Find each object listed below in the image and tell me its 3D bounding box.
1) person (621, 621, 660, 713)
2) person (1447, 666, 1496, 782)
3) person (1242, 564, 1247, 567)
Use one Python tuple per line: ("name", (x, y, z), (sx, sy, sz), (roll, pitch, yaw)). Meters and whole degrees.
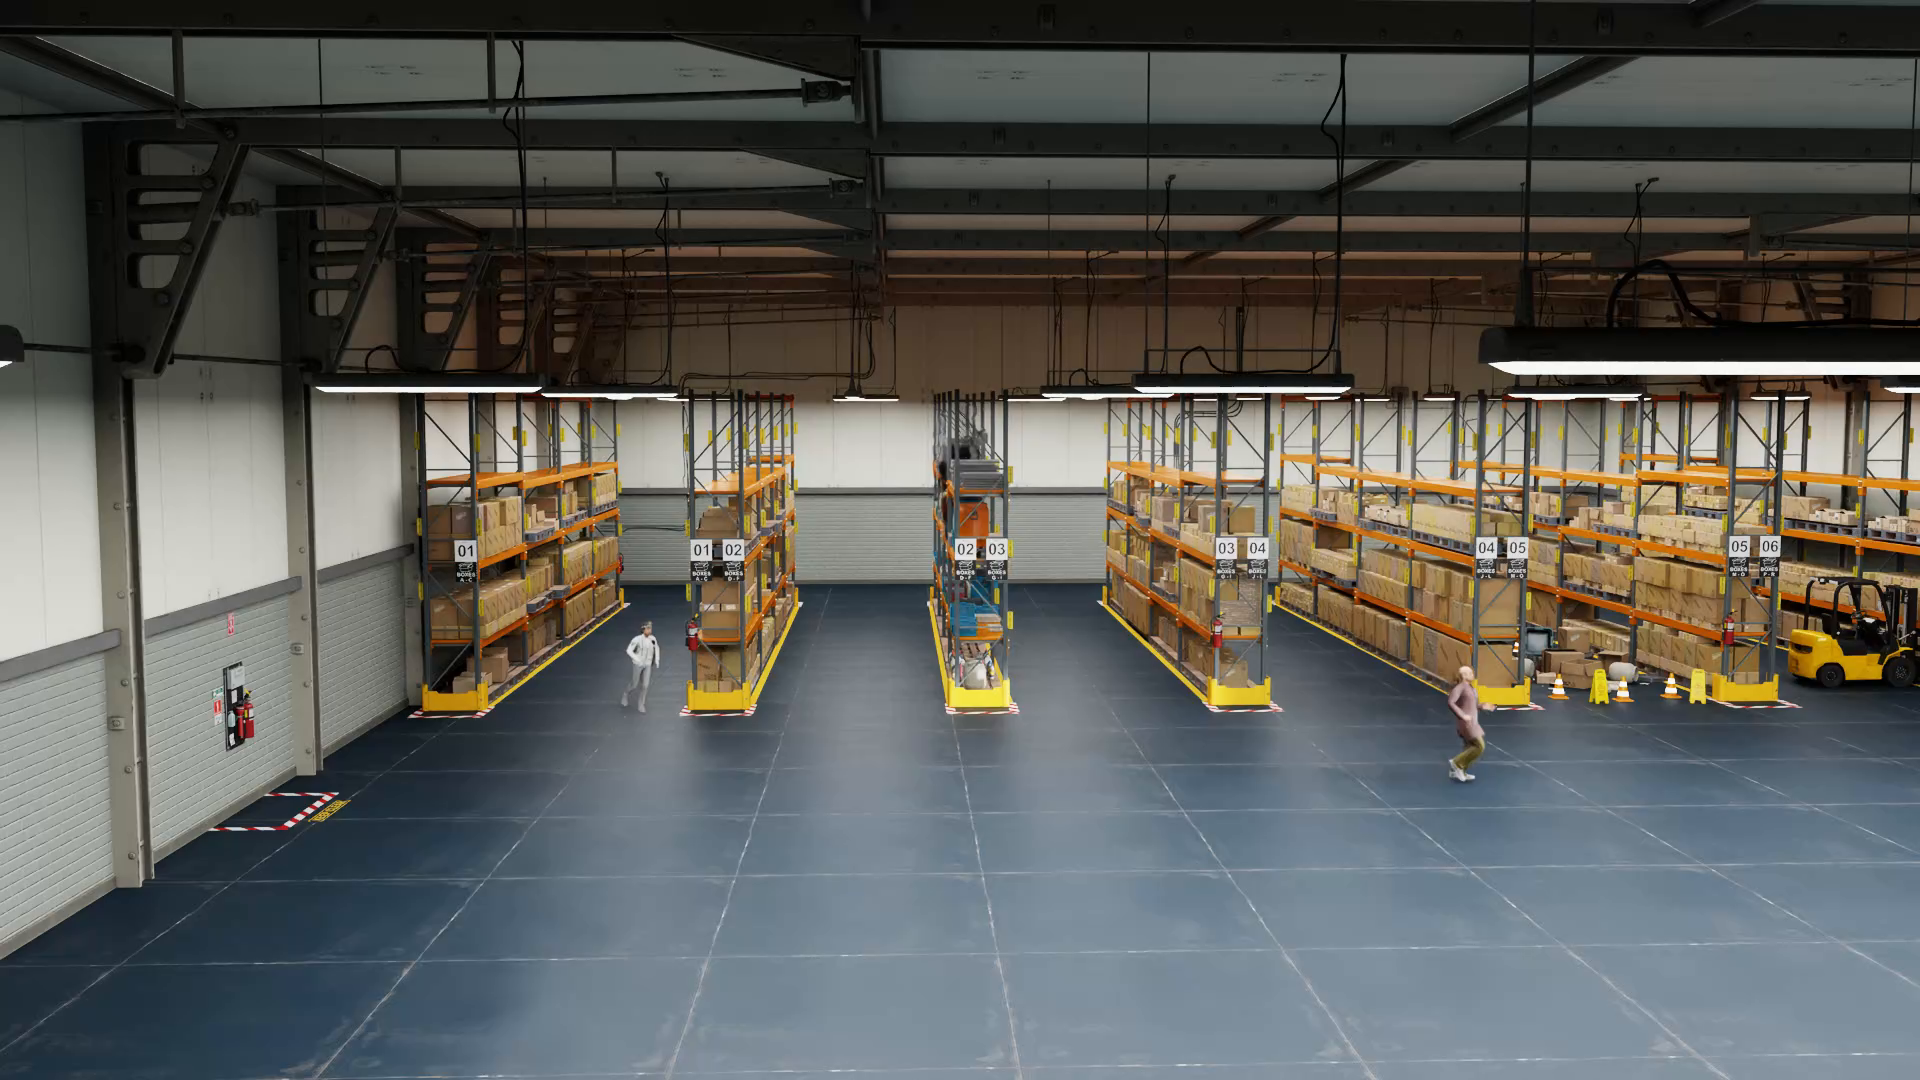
("person", (-5.937, 2.356, 31.229), (0.687, 1.656, 0.788), (-3, 6, -33))
("person", (7.755, 2.791, 25.197), (0.642, 1.745, 0.695), (2, 5, 27))
("person", (7.951, 1.157, 45.764), (0.577, 1.666, 0.831), (0, 5, 5))
